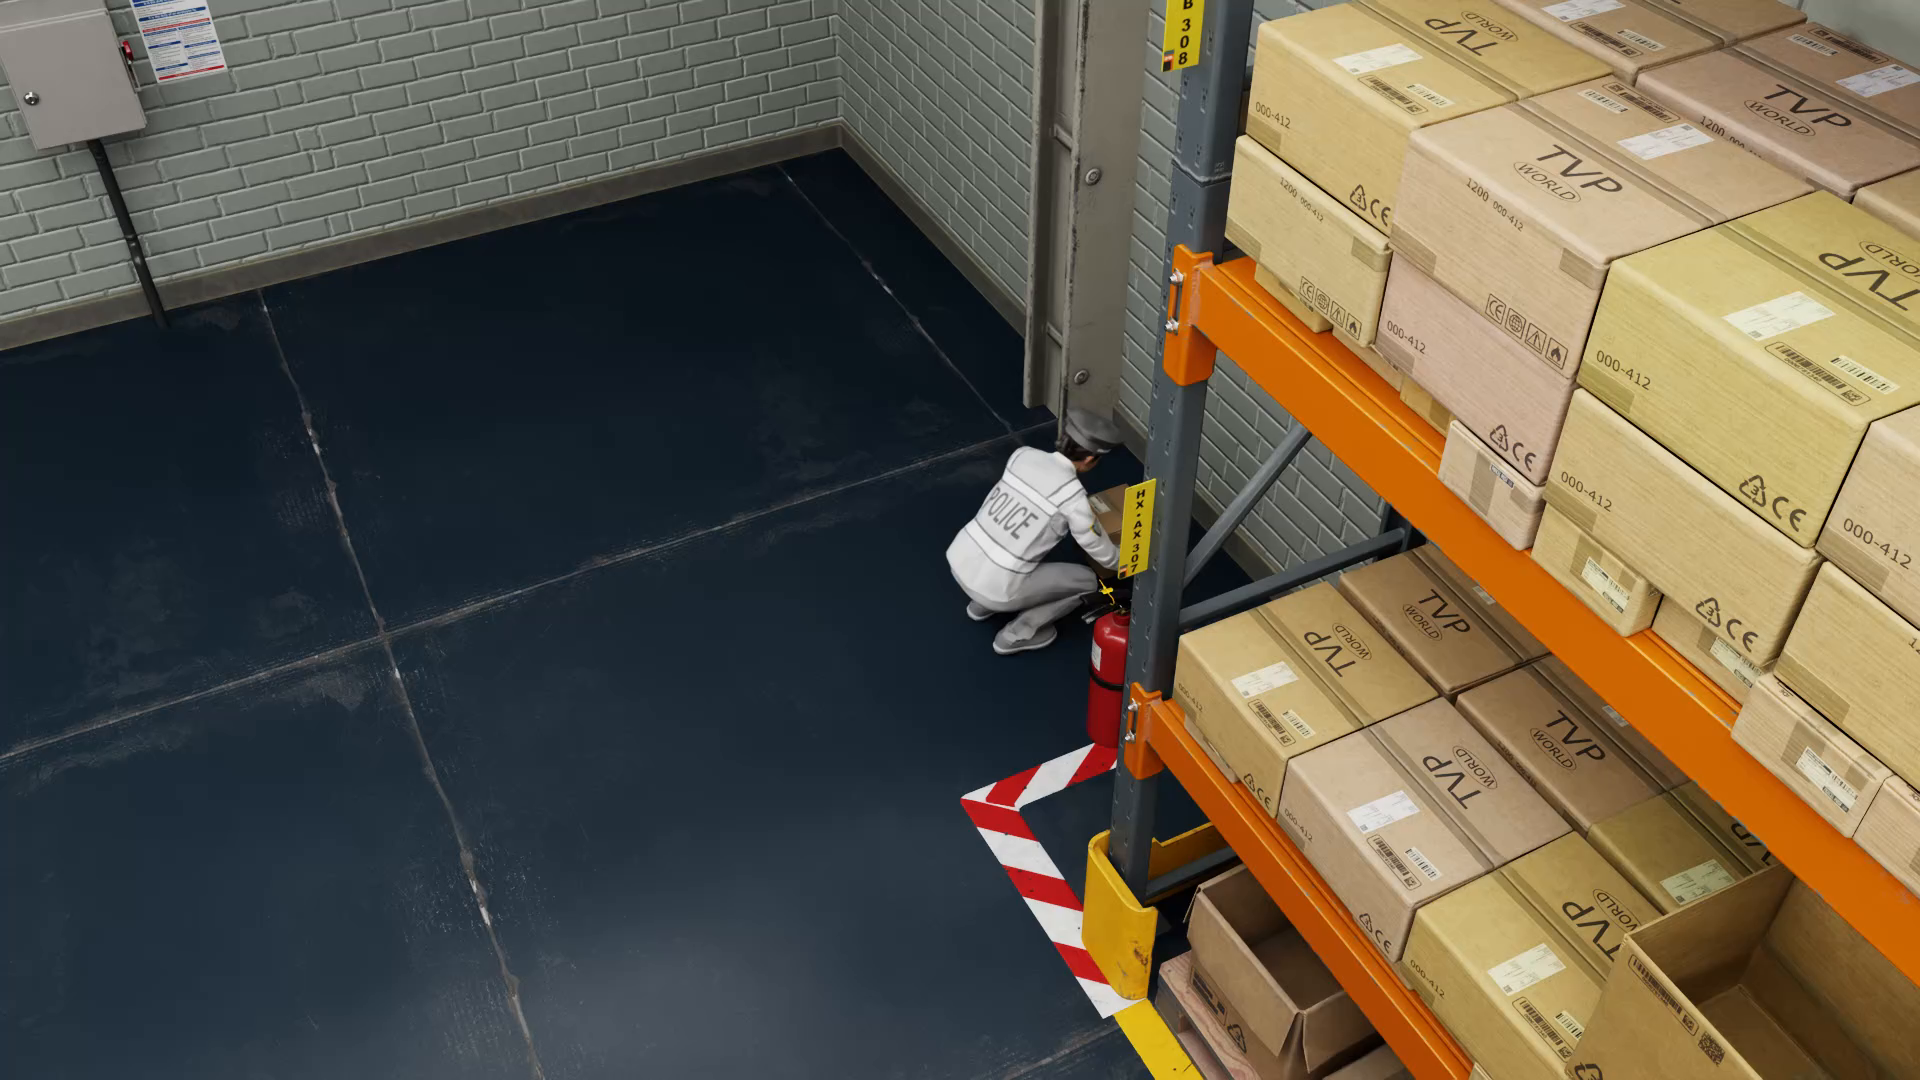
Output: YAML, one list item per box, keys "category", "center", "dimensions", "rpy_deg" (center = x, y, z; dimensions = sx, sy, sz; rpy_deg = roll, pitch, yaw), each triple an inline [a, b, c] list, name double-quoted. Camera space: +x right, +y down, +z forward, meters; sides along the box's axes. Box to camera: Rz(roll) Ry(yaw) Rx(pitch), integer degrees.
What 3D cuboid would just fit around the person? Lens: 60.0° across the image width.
- category: "person"
  center: [0.349, -0.041, 6.748]
  dimensions: [0.833, 0.960, 0.492]
  rpy_deg: [-19, 45, -20]
